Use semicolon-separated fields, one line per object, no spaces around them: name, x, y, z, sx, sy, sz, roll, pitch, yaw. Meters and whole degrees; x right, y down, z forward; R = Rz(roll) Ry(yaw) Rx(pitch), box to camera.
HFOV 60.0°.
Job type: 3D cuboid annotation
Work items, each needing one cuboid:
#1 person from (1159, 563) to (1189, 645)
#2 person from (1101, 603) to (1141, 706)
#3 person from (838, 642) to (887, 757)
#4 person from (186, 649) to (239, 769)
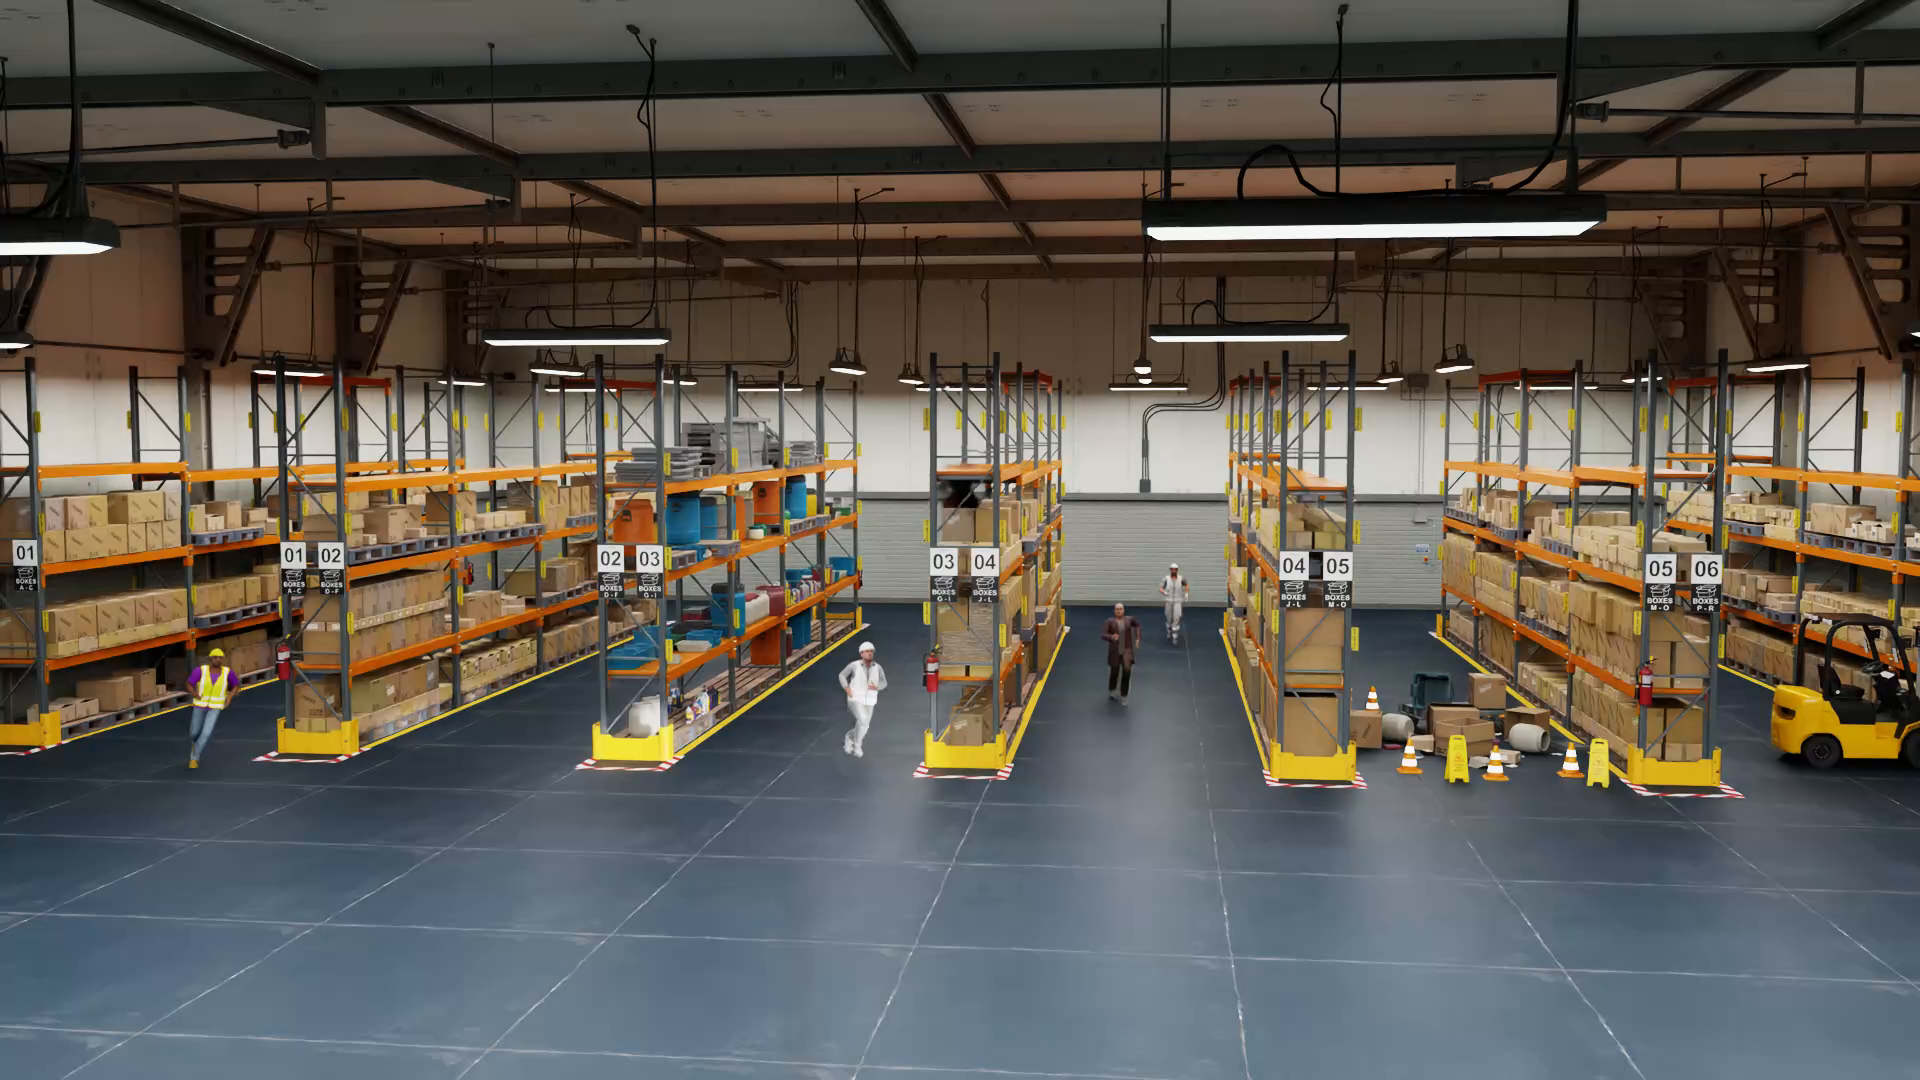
person;4.859;1.430;37.798;0.683;1.812;0.880;0;4;7
person;2.871;2.026;29.626;0.727;1.827;0.972;0;4;3
person;-1.391;2.304;24.096;0.680;1.670;0.912;-2;4;-22
person;-10.960;2.433;24.387;0.712;1.711;0.877;-1;4;-19
